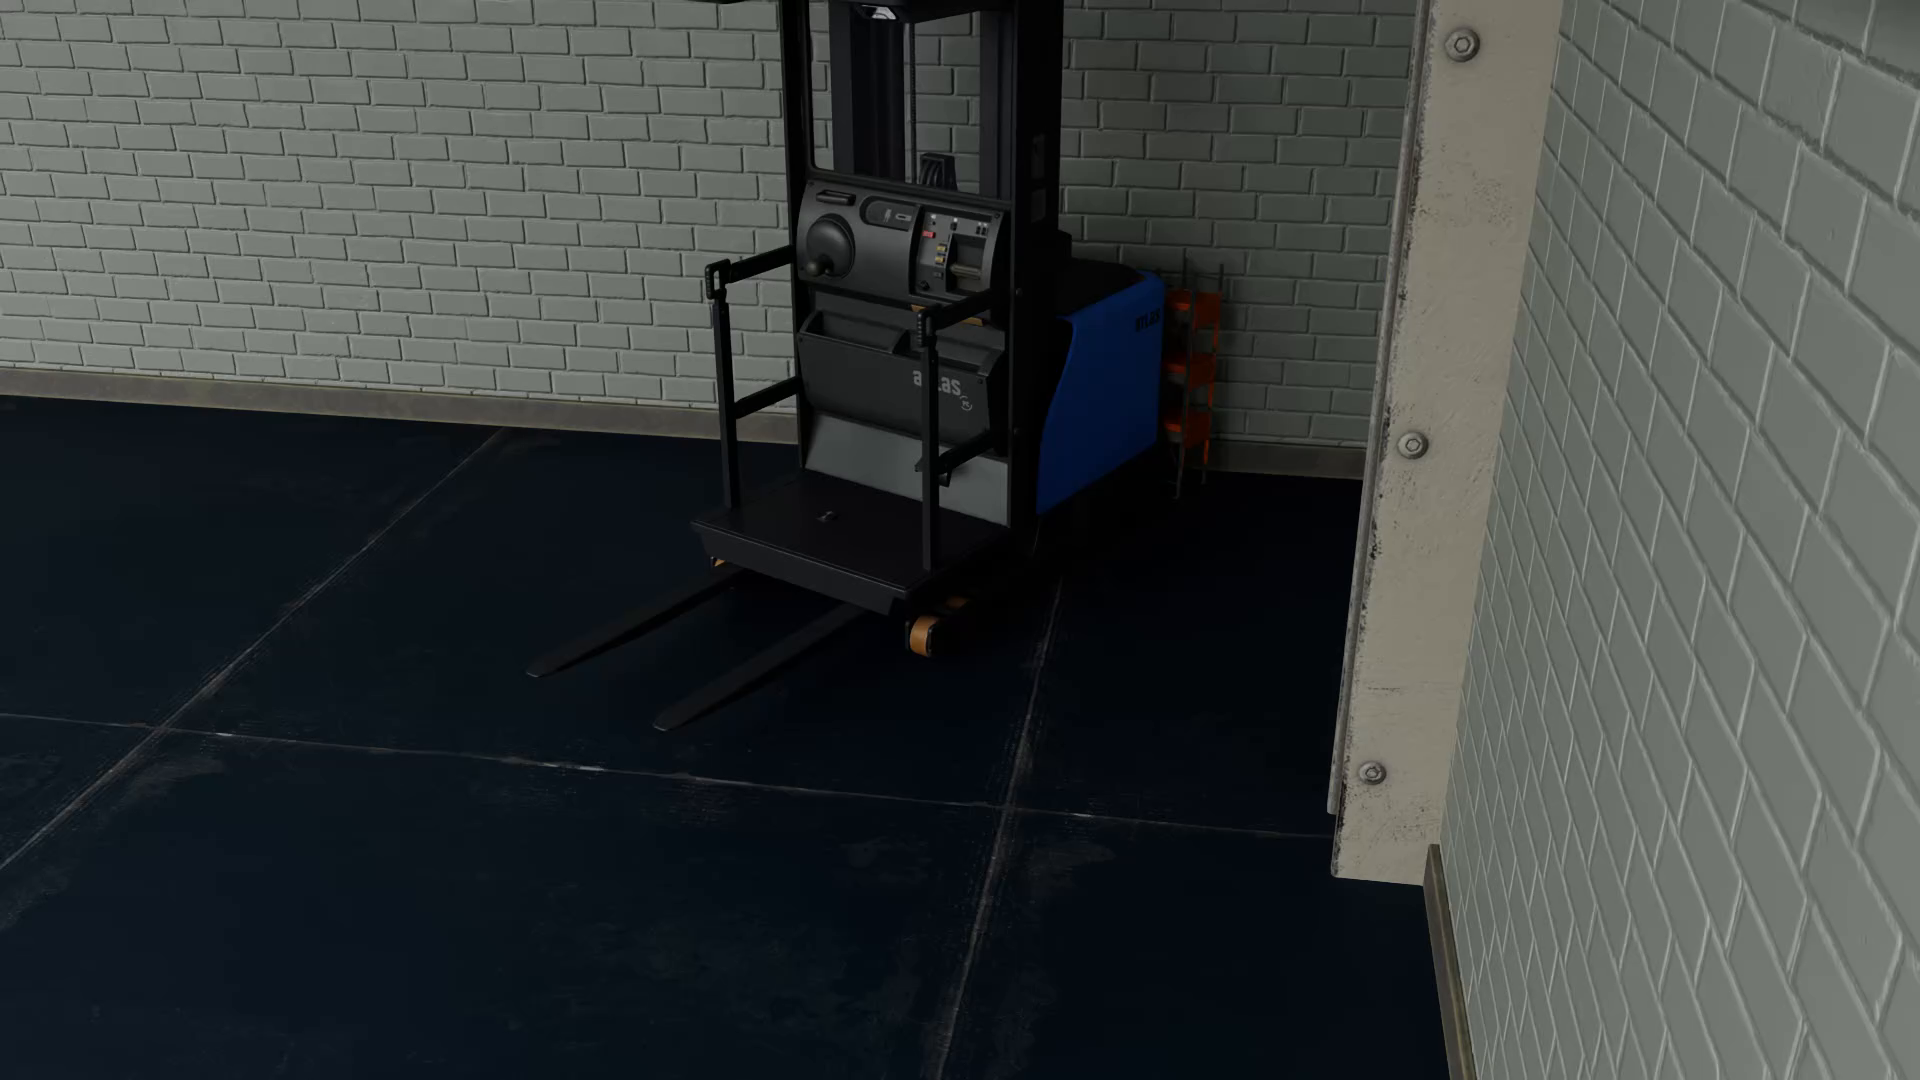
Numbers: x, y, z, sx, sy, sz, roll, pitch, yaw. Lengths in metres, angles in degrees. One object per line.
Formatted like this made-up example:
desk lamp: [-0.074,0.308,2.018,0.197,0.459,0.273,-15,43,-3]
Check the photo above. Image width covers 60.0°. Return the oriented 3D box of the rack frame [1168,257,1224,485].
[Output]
rack frame: [1.081,-0.768,7.651,0.200,1.050,0.008,17,28,33]

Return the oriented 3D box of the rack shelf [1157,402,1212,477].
rack shelf: [1.002,-0.465,7.673,0.215,0.259,0.240,17,28,33]

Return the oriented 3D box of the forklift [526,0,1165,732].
forklift: [-0.359,-1.112,6.168,1.130,2.935,3.031,17,30,31]

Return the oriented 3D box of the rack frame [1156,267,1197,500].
rack frame: [0.936,-0.694,7.469,0.200,1.050,0.008,17,28,33]

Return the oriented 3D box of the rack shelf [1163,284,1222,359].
rack shelf: [1.014,-0.982,7.454,0.215,0.259,0.240,17,28,33]

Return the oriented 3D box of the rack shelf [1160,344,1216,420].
rack shelf: [1.008,-0.721,7.564,0.215,0.259,0.240,17,28,33]

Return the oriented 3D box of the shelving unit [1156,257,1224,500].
shelving unit: [1.008,-0.731,7.560,0.215,1.050,0.252,17,28,33]

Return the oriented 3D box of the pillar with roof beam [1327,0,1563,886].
pillar with roof beam: [-2.931,-3.422,3.946,9.100,9.000,0.400,4,25,9]
